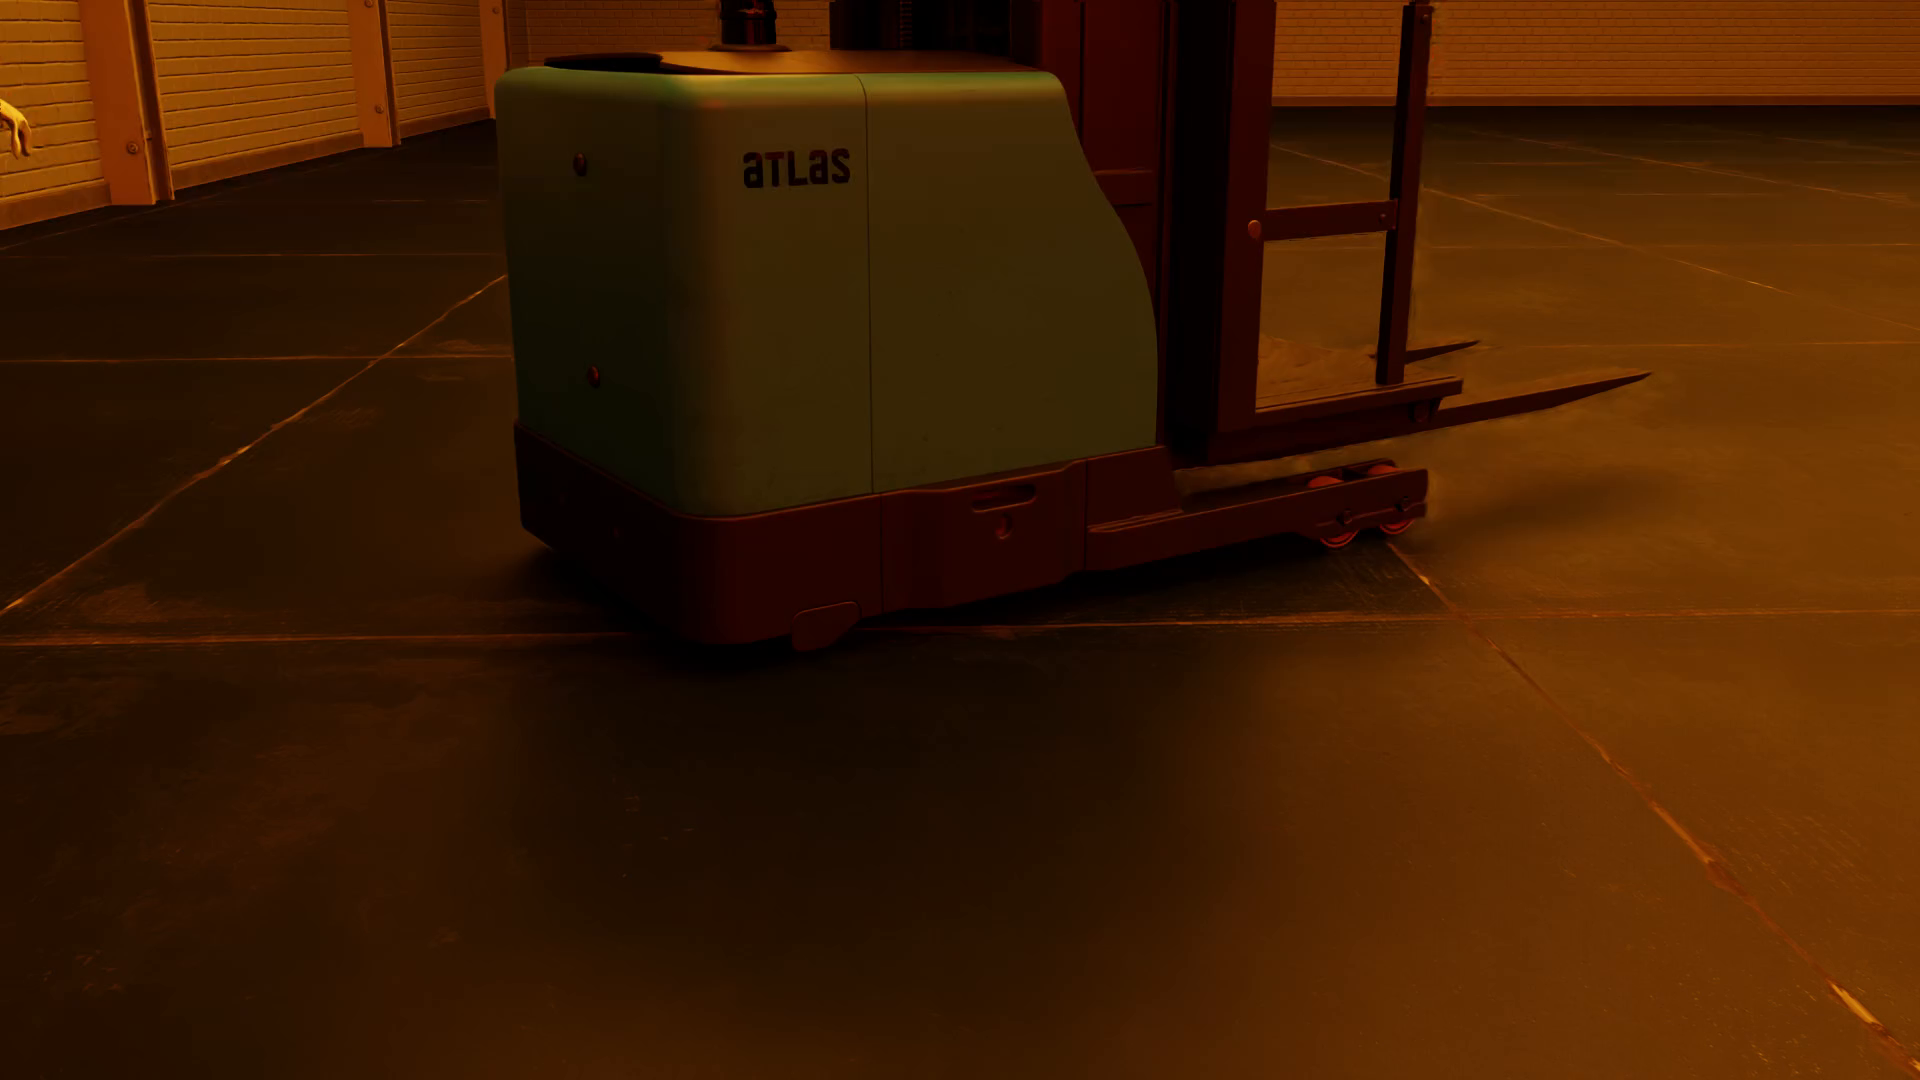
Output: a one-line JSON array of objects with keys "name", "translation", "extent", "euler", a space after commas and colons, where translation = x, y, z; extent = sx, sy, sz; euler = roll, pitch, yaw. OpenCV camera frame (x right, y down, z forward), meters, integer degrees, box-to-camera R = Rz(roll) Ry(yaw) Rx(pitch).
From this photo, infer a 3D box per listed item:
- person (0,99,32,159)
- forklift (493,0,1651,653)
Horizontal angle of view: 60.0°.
[{"name": "person", "translation": [-3.022, -1.068, 4.574], "extent": [0.876, 1.654, 0.816], "euler": [-4, 17, -13]}, {"name": "forklift", "translation": [0.509, -1.500, 3.811], "extent": [3.031, 2.935, 1.130], "euler": [-11, 20, -32]}]
